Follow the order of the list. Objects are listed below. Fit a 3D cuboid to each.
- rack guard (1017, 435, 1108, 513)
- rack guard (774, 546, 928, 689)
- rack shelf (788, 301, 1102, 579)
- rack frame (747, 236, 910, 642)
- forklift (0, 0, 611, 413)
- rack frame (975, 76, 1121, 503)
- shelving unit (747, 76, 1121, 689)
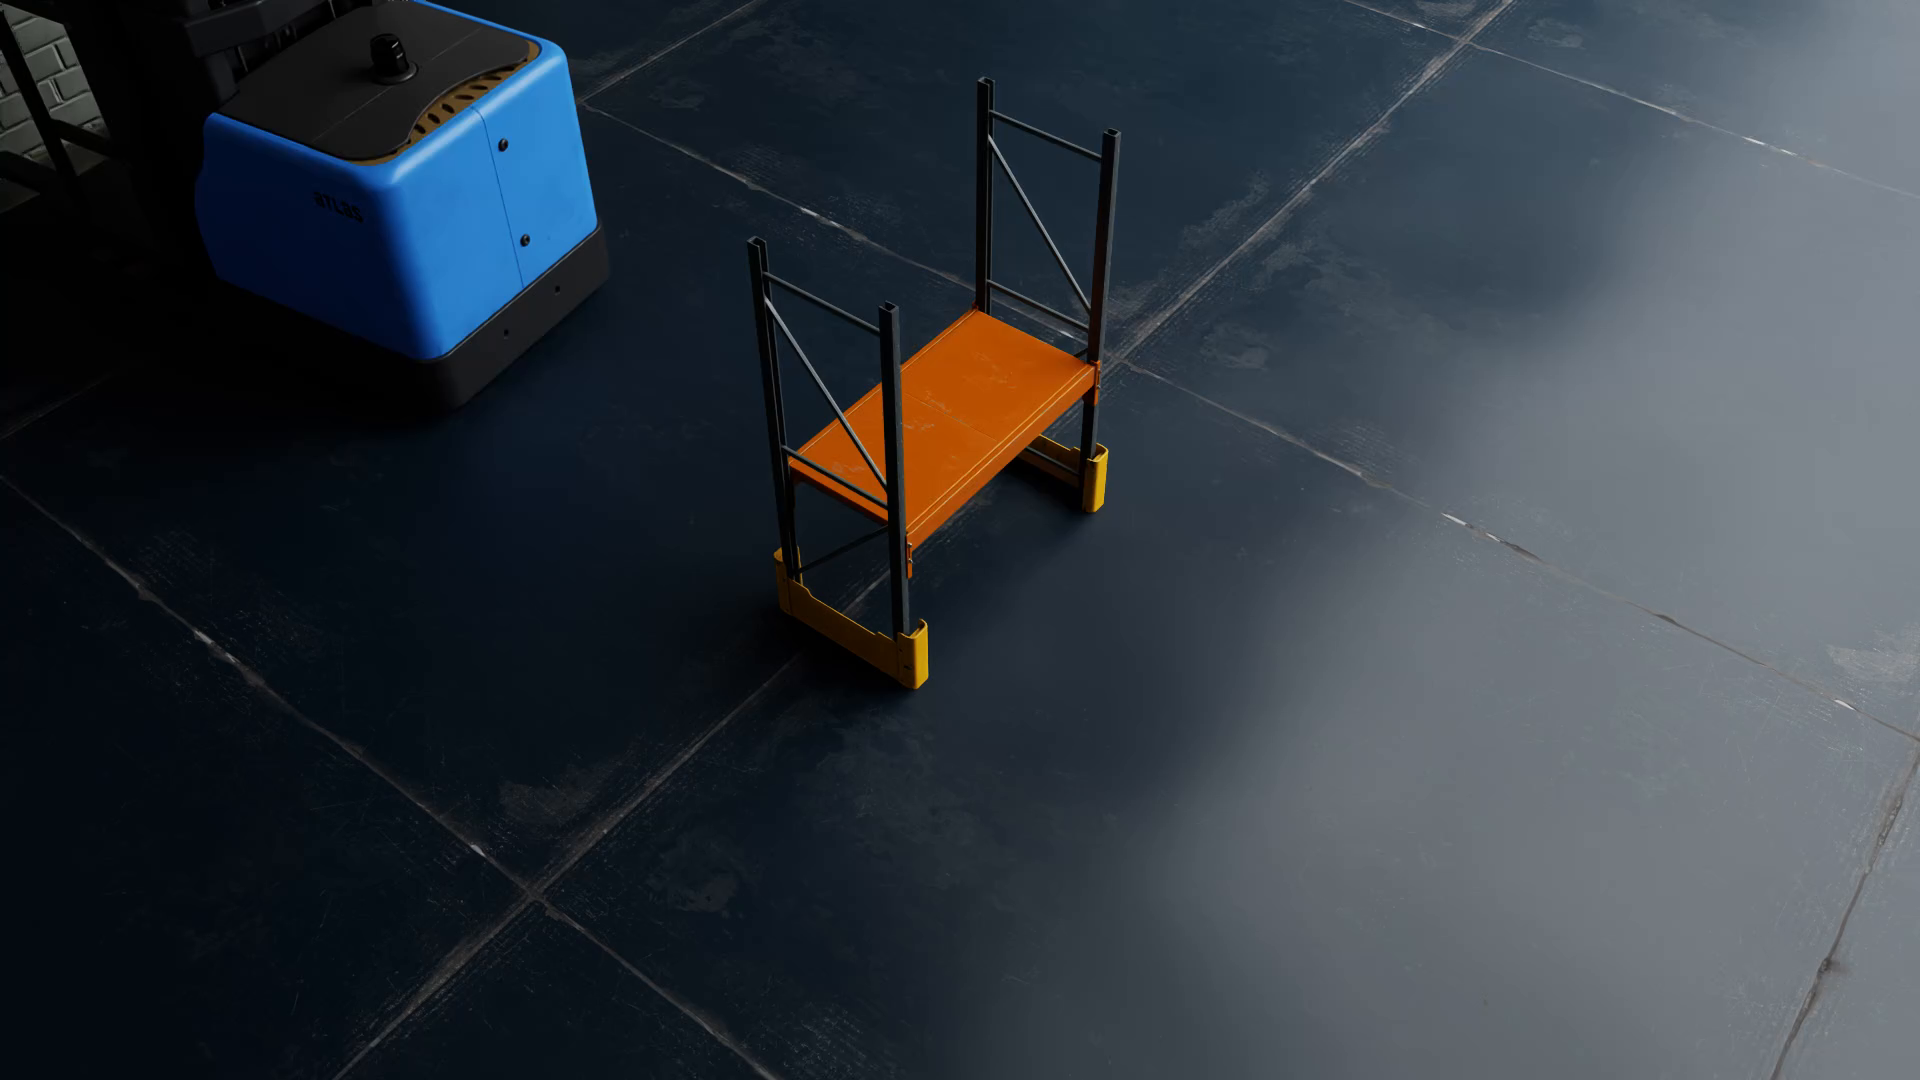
[{"bbox_3d":[0.258,-0.328,5.890,0.587,0.250,0.087,29,53,25],"label":"rack guard"},{"bbox_3d":[-0.351,0.242,5.346,0.587,0.250,0.087,29,53,25],"label":"rack guard"},{"bbox_3d":[-0.052,-0.345,5.291,0.538,0.185,1.000,29,53,25],"label":"rack shelf"},{"bbox_3d":[-0.363,-0.178,4.883,0.500,1.500,0.032,29,53,25],"label":"rack frame"},{"bbox_3d":[-2.940,-2.267,5.888,3.031,2.935,1.130,22,50,20],"label":"forklift"},{"bbox_3d":[0.259,-0.760,5.439,0.500,1.500,0.032,29,53,25],"label":"rack frame"},{"bbox_3d":[-0.047,-0.474,5.166,0.587,1.500,1.083,29,53,25],"label":"shelving unit"}]
